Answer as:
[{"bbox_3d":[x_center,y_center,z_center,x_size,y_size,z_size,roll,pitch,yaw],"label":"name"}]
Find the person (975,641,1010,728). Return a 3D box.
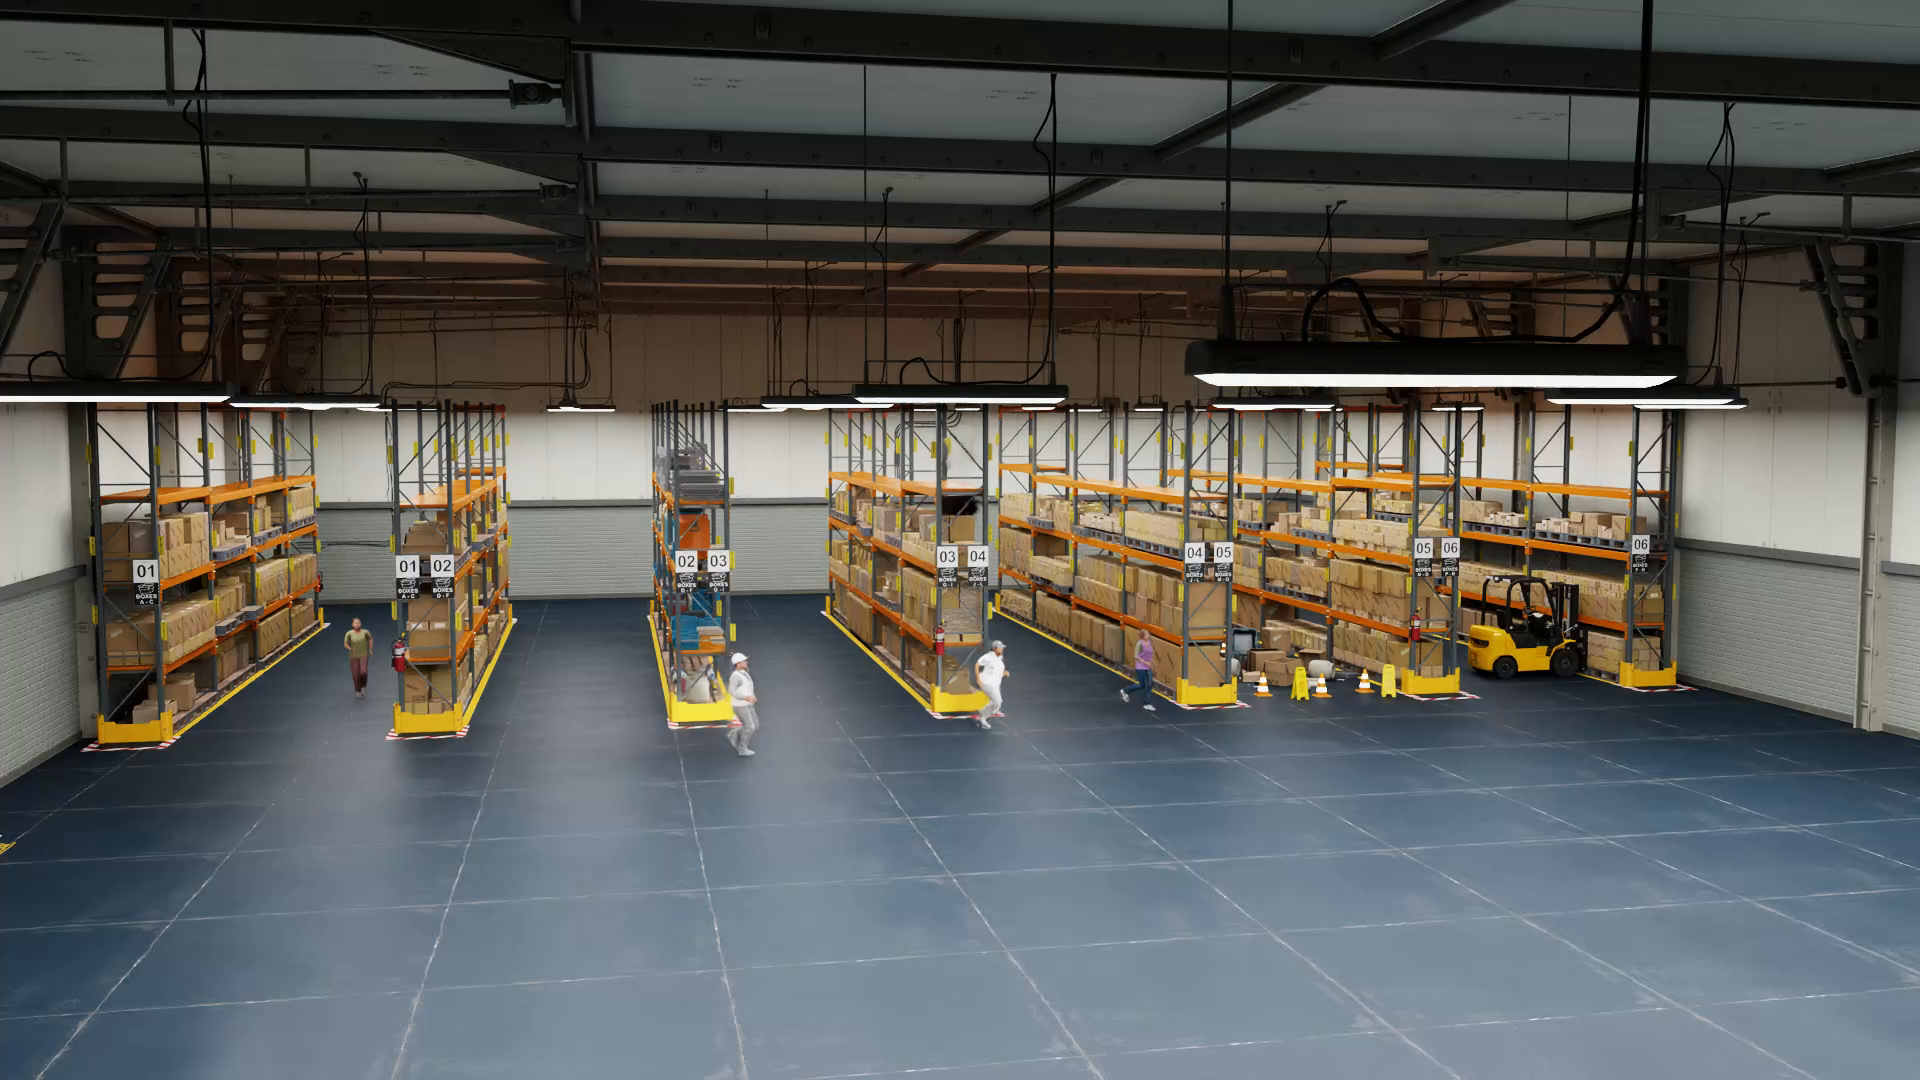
[{"bbox_3d":[0.602,2.629,30.302,0.648,1.604,0.571,2,5,28],"label":"person"}]

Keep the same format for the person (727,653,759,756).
[{"bbox_3d":[-3.660,2.757,27.921,0.609,1.722,0.657,1,4,13],"label":"person"}]

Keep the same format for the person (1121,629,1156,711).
[{"bbox_3d":[3.529,2.513,32.419,0.725,1.582,0.545,4,6,41],"label":"person"}]

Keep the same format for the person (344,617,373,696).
[{"bbox_3d":[-12.137,2.489,33.580,0.553,1.384,0.679,-2,5,-20],"label":"person"}]
